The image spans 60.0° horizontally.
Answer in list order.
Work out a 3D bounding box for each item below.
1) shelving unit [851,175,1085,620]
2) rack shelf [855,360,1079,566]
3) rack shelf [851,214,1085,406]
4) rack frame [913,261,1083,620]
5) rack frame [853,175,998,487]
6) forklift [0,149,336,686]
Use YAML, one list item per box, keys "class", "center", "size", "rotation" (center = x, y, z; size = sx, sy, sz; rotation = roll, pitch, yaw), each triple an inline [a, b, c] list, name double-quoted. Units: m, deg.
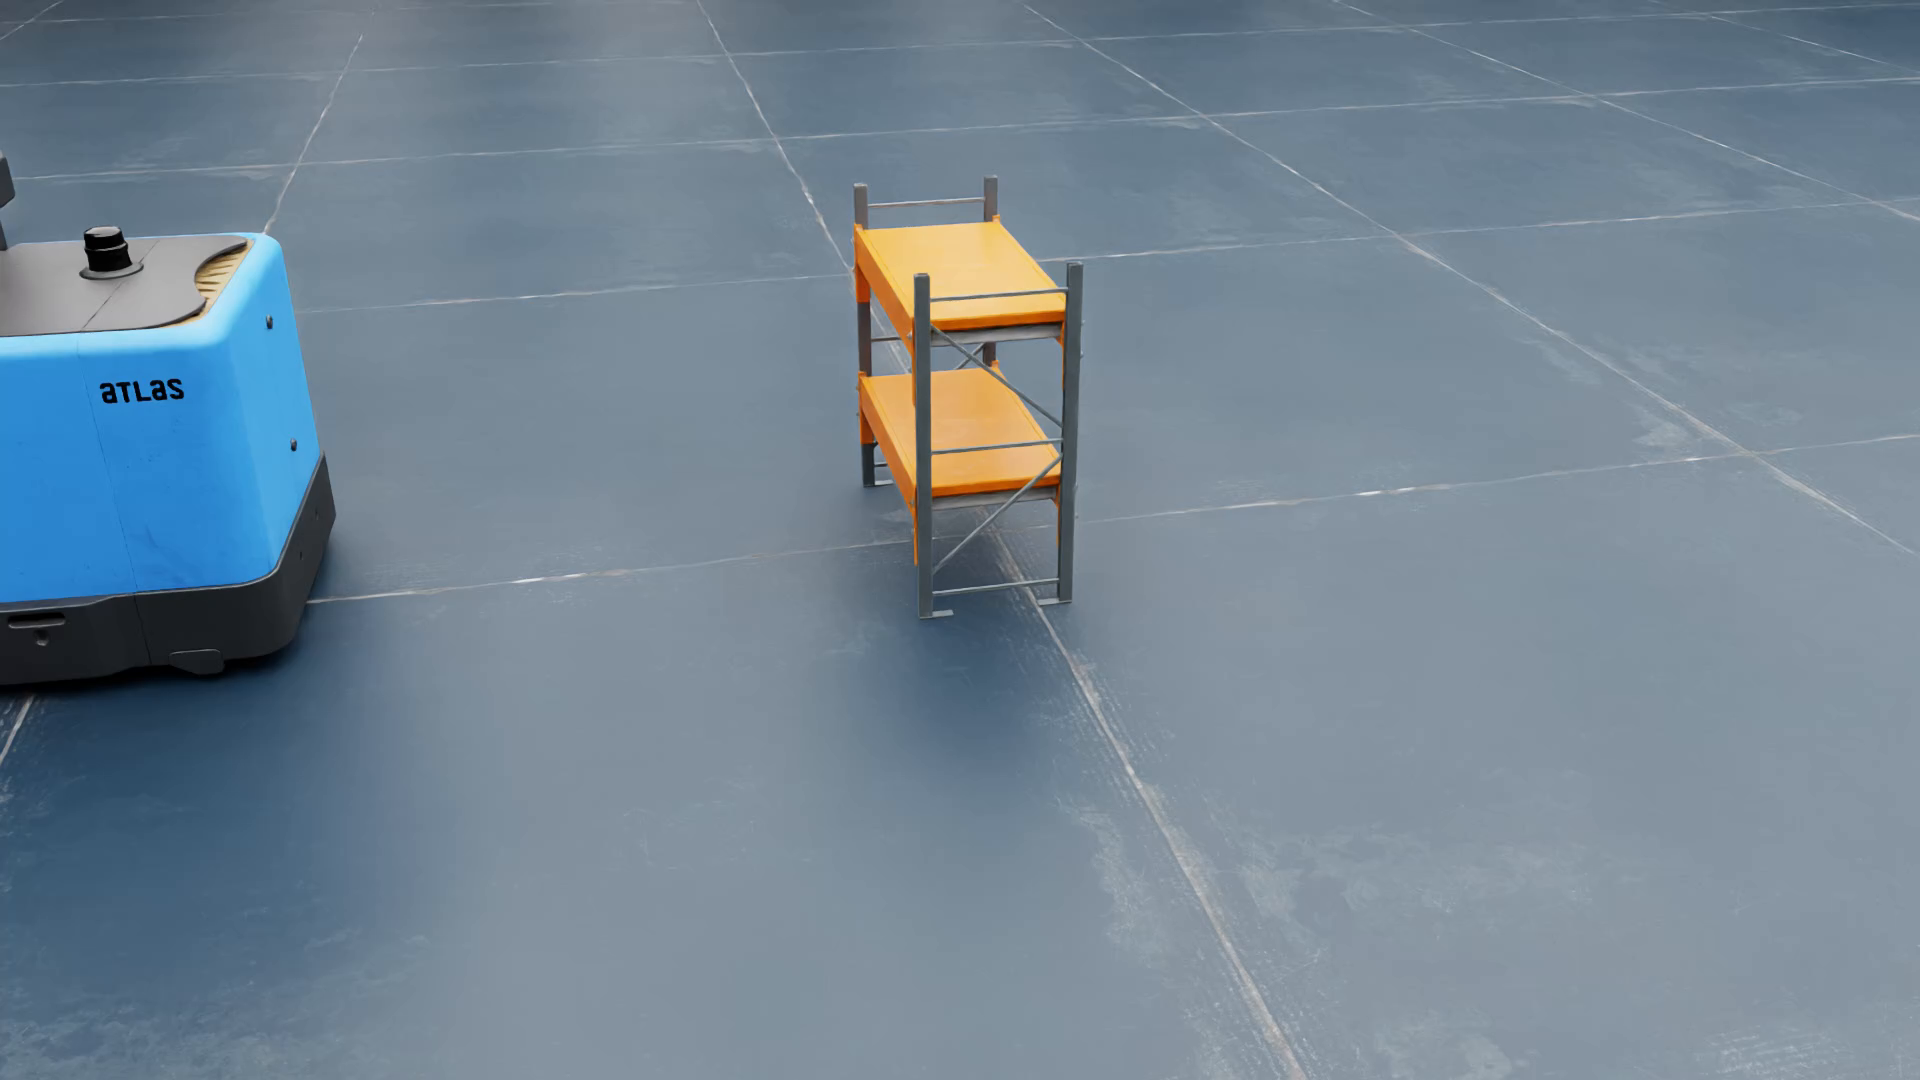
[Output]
- class: "shelving unit"
  center: [-0.002, -0.505, 5.502]
  size: [0.538, 1.125, 1.048]
  rotation: [-6, 27, -12]
- class: "rack shelf"
  center: [-0.002, -0.287, 5.613]
  size: [0.538, 0.278, 1.000]
  rotation: [-6, 27, -12]
- class: "rack shelf"
  center: [-0.002, -0.766, 5.371]
  size: [0.538, 0.278, 1.000]
  rotation: [-6, 27, -12]
- class: "rack frame"
  center: [0.113, -0.282, 5.060]
  size: [0.500, 1.125, 0.032]
  rotation: [-6, 27, -12]
- class: "rack frame"
  center: [-0.116, -0.728, 5.945]
  size: [0.500, 1.125, 0.032]
  rotation: [-6, 27, -12]
- class: "forklift"
  center: [-3.572, -1.015, 4.508]
  size: [3.031, 2.935, 1.130]
  rotation: [-5, 27, -9]
